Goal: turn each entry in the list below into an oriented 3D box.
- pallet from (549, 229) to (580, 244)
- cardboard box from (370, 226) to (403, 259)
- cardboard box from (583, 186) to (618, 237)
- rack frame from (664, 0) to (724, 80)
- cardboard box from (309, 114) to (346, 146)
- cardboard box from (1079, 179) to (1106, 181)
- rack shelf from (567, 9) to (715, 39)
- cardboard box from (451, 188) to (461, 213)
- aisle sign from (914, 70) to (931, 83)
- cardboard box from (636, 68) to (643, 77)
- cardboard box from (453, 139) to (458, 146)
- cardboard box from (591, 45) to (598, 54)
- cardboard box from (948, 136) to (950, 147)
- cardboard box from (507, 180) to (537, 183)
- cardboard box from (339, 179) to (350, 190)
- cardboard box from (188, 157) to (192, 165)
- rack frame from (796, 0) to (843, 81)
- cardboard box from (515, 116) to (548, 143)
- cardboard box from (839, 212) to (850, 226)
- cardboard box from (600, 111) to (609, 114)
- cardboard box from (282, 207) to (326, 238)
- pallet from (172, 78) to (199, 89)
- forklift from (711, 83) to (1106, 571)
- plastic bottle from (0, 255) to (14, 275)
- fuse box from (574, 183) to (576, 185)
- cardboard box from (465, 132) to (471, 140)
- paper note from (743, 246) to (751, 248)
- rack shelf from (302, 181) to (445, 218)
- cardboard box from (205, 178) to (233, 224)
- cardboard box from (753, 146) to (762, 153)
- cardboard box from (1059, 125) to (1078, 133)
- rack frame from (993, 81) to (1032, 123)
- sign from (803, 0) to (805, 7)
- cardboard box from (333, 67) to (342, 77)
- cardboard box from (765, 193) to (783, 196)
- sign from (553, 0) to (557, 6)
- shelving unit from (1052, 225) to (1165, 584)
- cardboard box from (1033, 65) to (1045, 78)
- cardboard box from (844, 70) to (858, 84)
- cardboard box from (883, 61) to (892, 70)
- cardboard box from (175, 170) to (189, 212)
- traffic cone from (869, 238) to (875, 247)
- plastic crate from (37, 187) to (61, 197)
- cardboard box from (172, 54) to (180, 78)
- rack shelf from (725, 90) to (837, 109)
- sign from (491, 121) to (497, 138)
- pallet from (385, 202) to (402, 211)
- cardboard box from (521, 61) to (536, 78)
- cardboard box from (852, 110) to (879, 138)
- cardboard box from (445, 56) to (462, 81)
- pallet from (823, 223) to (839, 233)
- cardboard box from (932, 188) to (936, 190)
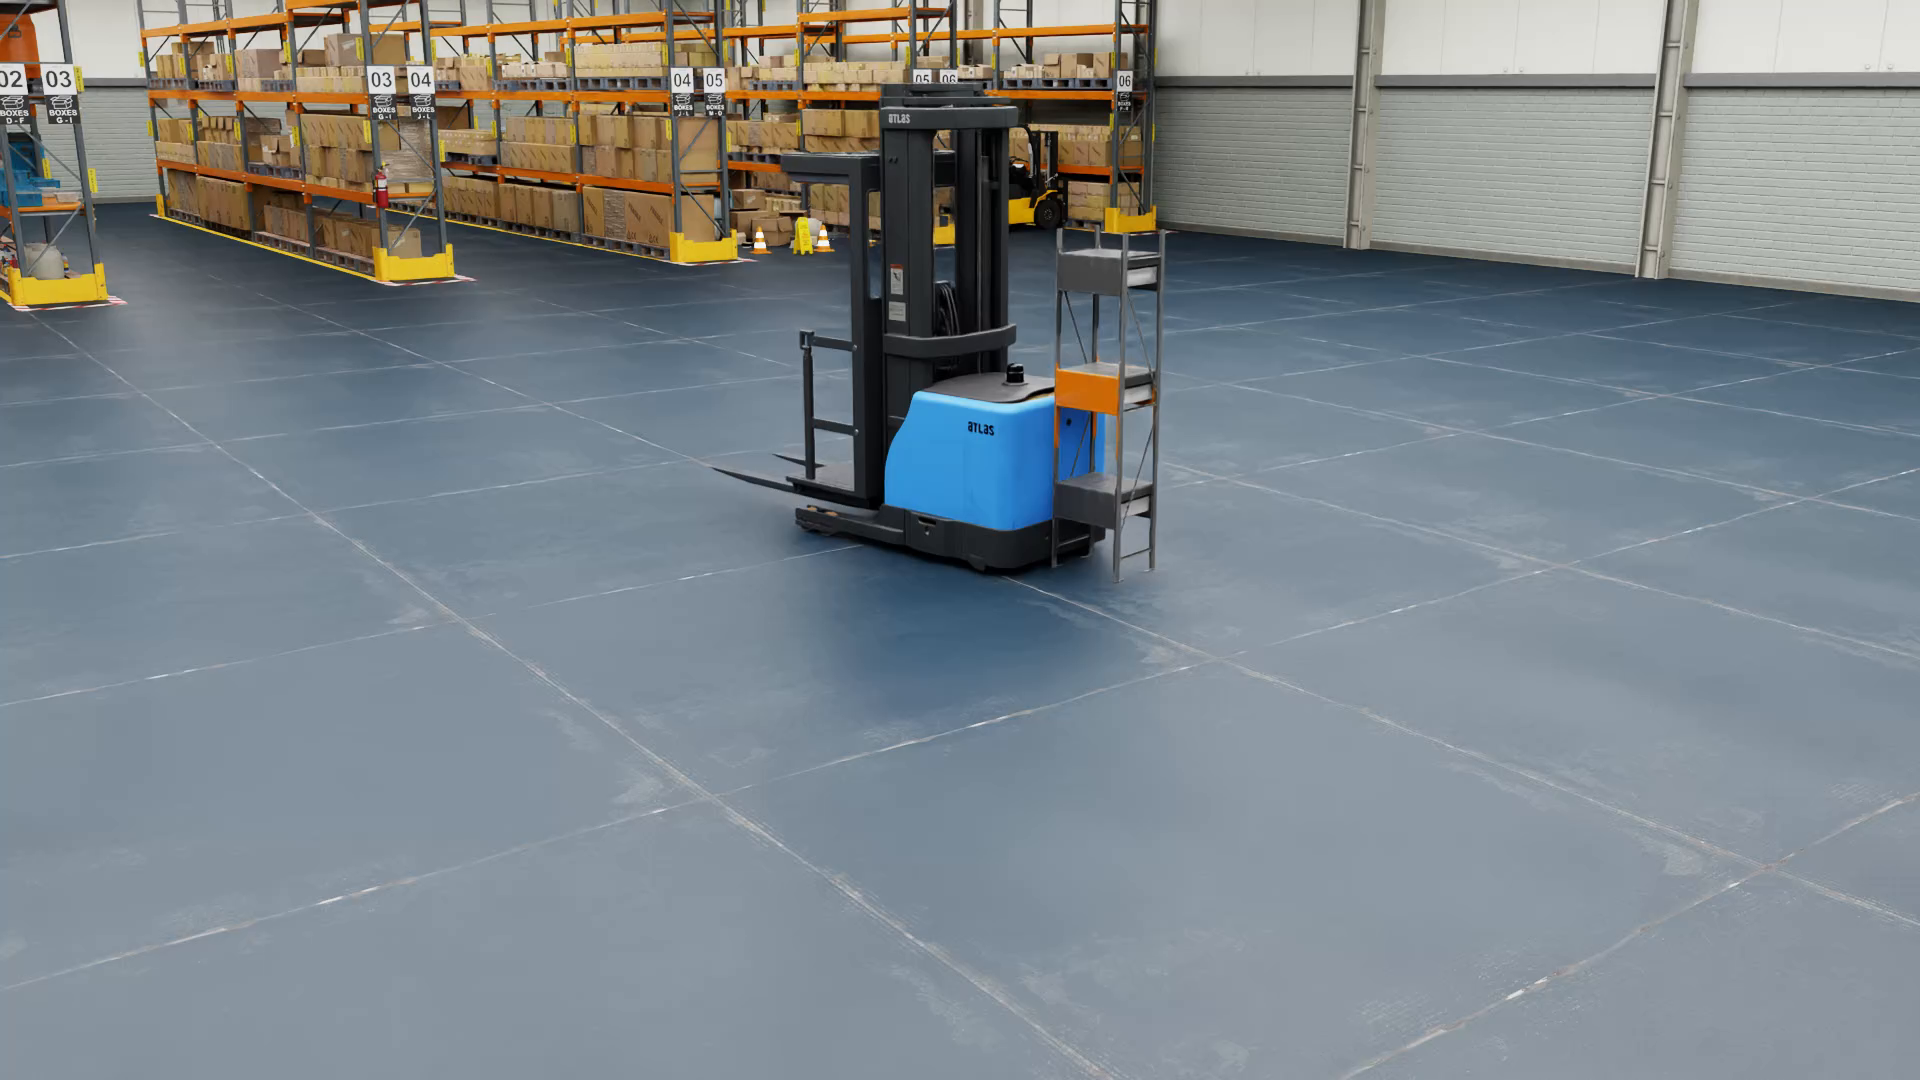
[{"bbox_3d":[-7.305,-5.959,32.450,1.003,0.211,1.213,-11,19,-35],"label":"pallet"},{"bbox_3d":[-9.243,-4.804,26.886,0.500,0.500,0.500,-6,16,-20],"label":"cardboard box"},{"bbox_3d":[-6.478,-6.184,31.217,0.875,0.875,0.875,-11,19,-34],"label":"cardboard box"},{"bbox_3d":[-4.439,-9.191,27.610,1.000,3.000,0.127,-11,19,-35],"label":"rack frame"},{"bbox_3d":[-10.508,-6.835,27.719,0.500,0.500,0.500,-11,19,-35],"label":"cardboard box"},{"bbox_3d":[2.807,-7.563,35.547,0.500,0.250,0.500,-11,19,-35],"label":"cardboard box"},{"bbox_3d":[-5.615,-9.078,29.318,1.077,0.370,4.000,-11,19,-35],"label":"rack shelf"},{"bbox_3d":[-10.962,-7.545,36.900,0.500,0.500,0.500,-10,18,-32],"label":"cardboard box"},{"bbox_3d":[-0.692,-8.283,30.732,0.394,0.787,0.004,-11,19,-35],"label":"aisle sign"},{"bbox_3d":[-5.356,-8.055,28.632,0.380,0.149,0.250,-11,19,-34],"label":"cardboard box"},{"bbox_3d":[-10.714,-8.595,35.915,0.380,0.149,0.250,-11,19,-36],"label":"cardboard box"},{"bbox_3d":[-6.403,-8.819,29.915,0.380,0.149,0.250,-11,19,-35],"label":"cardboard box"},{"bbox_3d":[0.067,-9.165,38.218,0.500,0.250,0.500,-10,18,-33],"label":"cardboard box"},{"bbox_3d":[-9.352,-7.549,35.494,0.500,0.250,0.500,-12,19,-37],"label":"cardboard box"},{"bbox_3d":[-9.812,-5.760,26.917,0.380,0.149,0.250,-11,19,-35],"label":"cardboard box"},{"bbox_3d":[-16.162,-8.059,35.316,0.380,0.149,0.250,-10,18,-33],"label":"cardboard box"},{"bbox_3d":[-2.846,-10.835,33.616,1.000,3.000,0.127,-11,19,-35],"label":"rack frame"},{"bbox_3d":[-8.588,-8.331,33.748,0.700,0.500,0.500,-11,19,-35],"label":"cardboard box"},{"bbox_3d":[-2.081,-6.424,33.280,0.500,0.250,0.500,-11,19,-35],"label":"cardboard box"},{"bbox_3d":[-8.649,-10.455,41.508,0.500,0.500,0.500,-11,19,-34],"label":"cardboard box"},{"bbox_3d":[-12.129,-5.887,30.806,0.700,0.500,0.500,-9,18,-30],"label":"cardboard box"},{"bbox_3d":[-16.039,-9.692,35.290,1.003,0.211,1.213,-11,19,-35],"label":"pallet"},{"bbox_3d":[-0.479,-1.529,11.109,3.031,2.935,1.130,13,20,40],"label":"forklift"},{"bbox_3d":[-14.077,-4.061,24.556,0.152,0.276,0.135,-11,19,-34],"label":"plastic bottle"},{"bbox_3d":[-11.451,-11.377,49.404,0.539,1.711,0.414,-11,19,-35],"label":"fuse box"},{"bbox_3d":[-10.261,-8.574,35.272,0.380,0.149,0.250,-10,18,-33],"label":"cardboard box"},{"bbox_3d":[-3.963,-5.454,30.947,0.144,0.017,0.142,-4,16,-15],"label":"paper note"},{"bbox_3d":[-9.686,-5.629,27.323,1.077,0.370,4.000,-11,19,-35],"label":"rack shelf"},{"bbox_3d":[-14.647,-6.965,34.070,1.225,0.875,0.875,-12,19,-36],"label":"cardboard box"},{"bbox_3d":[-4.246,-8.426,35.859,0.380,0.149,0.250,-10,18,-33],"label":"cardboard box"},{"bbox_3d":[2.306,-8.664,35.066,0.380,0.149,0.250,-10,18,-33],"label":"cardboard box"},{"bbox_3d":[1.167,-8.712,37.226,1.000,3.000,0.127,-11,19,-35],"label":"rack frame"},{"bbox_3d":[-3.987,-13.723,42.249,0.100,0.325,0.005,-11,19,-35],"label":"sign"},{"bbox_3d":[-9.685,-7.405,26.298,0.380,0.149,0.250,-12,19,-37],"label":"cardboard box"},{"bbox_3d":[-4.434,-7.452,36.803,0.950,0.372,0.625,-11,19,-36],"label":"cardboard box"},{"bbox_3d":[-10.354,-13.839,42.524,0.100,0.325,0.005,-11,19,-35],"label":"sign"},{"bbox_3d":[0.894,-0.828,10.124,0.503,2.100,0.431,13,20,40],"label":"shelving unit"},{"bbox_3d":[1.794,-9.981,35.449,0.396,0.266,0.258,-11,19,-36],"label":"cardboard box"},{"bbox_3d":[-1.916,-8.997,32.306,0.500,0.250,0.500,-11,19,-34],"label":"cardboard box"},{"bbox_3d":[-1.217,-8.936,31.328,0.380,0.149,0.250,-11,19,-35],"label":"cardboard box"},{"bbox_3d":[-16.942,-7.825,37.212,0.875,0.875,0.875,-11,19,-35],"label":"cardboard box"},{"bbox_3d":[-1.791,-5.755,31.226,0.336,0.463,0.334,-11,19,-35],"label":"traffic cone"},{"bbox_3d":[-13.709,-5.200,24.891,0.530,0.136,0.437,-11,19,-35],"label":"plastic crate"},{"bbox_3d":[-16.387,-10.130,35.550,0.700,0.500,0.500,-10,18,-32],"label":"cardboard box"},{"bbox_3d":[-4.022,-9.468,35.668,1.077,0.370,4.000,-11,19,-35],"label":"rack shelf"},{"bbox_3d":[-9.576,-8.439,34.185,0.100,0.325,0.005,-11,19,-35],"label":"sign"},{"bbox_3d":[-13.353,-8.173,40.539,1.003,0.211,1.213,-11,19,-35],"label":"pallet"},{"bbox_3d":[-8.298,-9.255,32.709,0.500,0.311,0.500,-11,19,-36],"label":"cardboard box"},{"bbox_3d":[-1.646,-8.038,32.116,0.700,0.500,0.500,-11,19,-35],"label":"cardboard box"},{"bbox_3d":[-10.692,-10.208,36.019,0.797,0.503,0.637,-11,19,-35],"label":"cardboard box"},{"bbox_3d":[-2.423,-6.458,34.272,1.003,0.211,1.213,-11,19,-35],"label":"pallet"},{"bbox_3d":[-0.439,-8.350,39.605,0.875,0.625,0.625,-10,18,-33],"label":"cardboard box"}]
